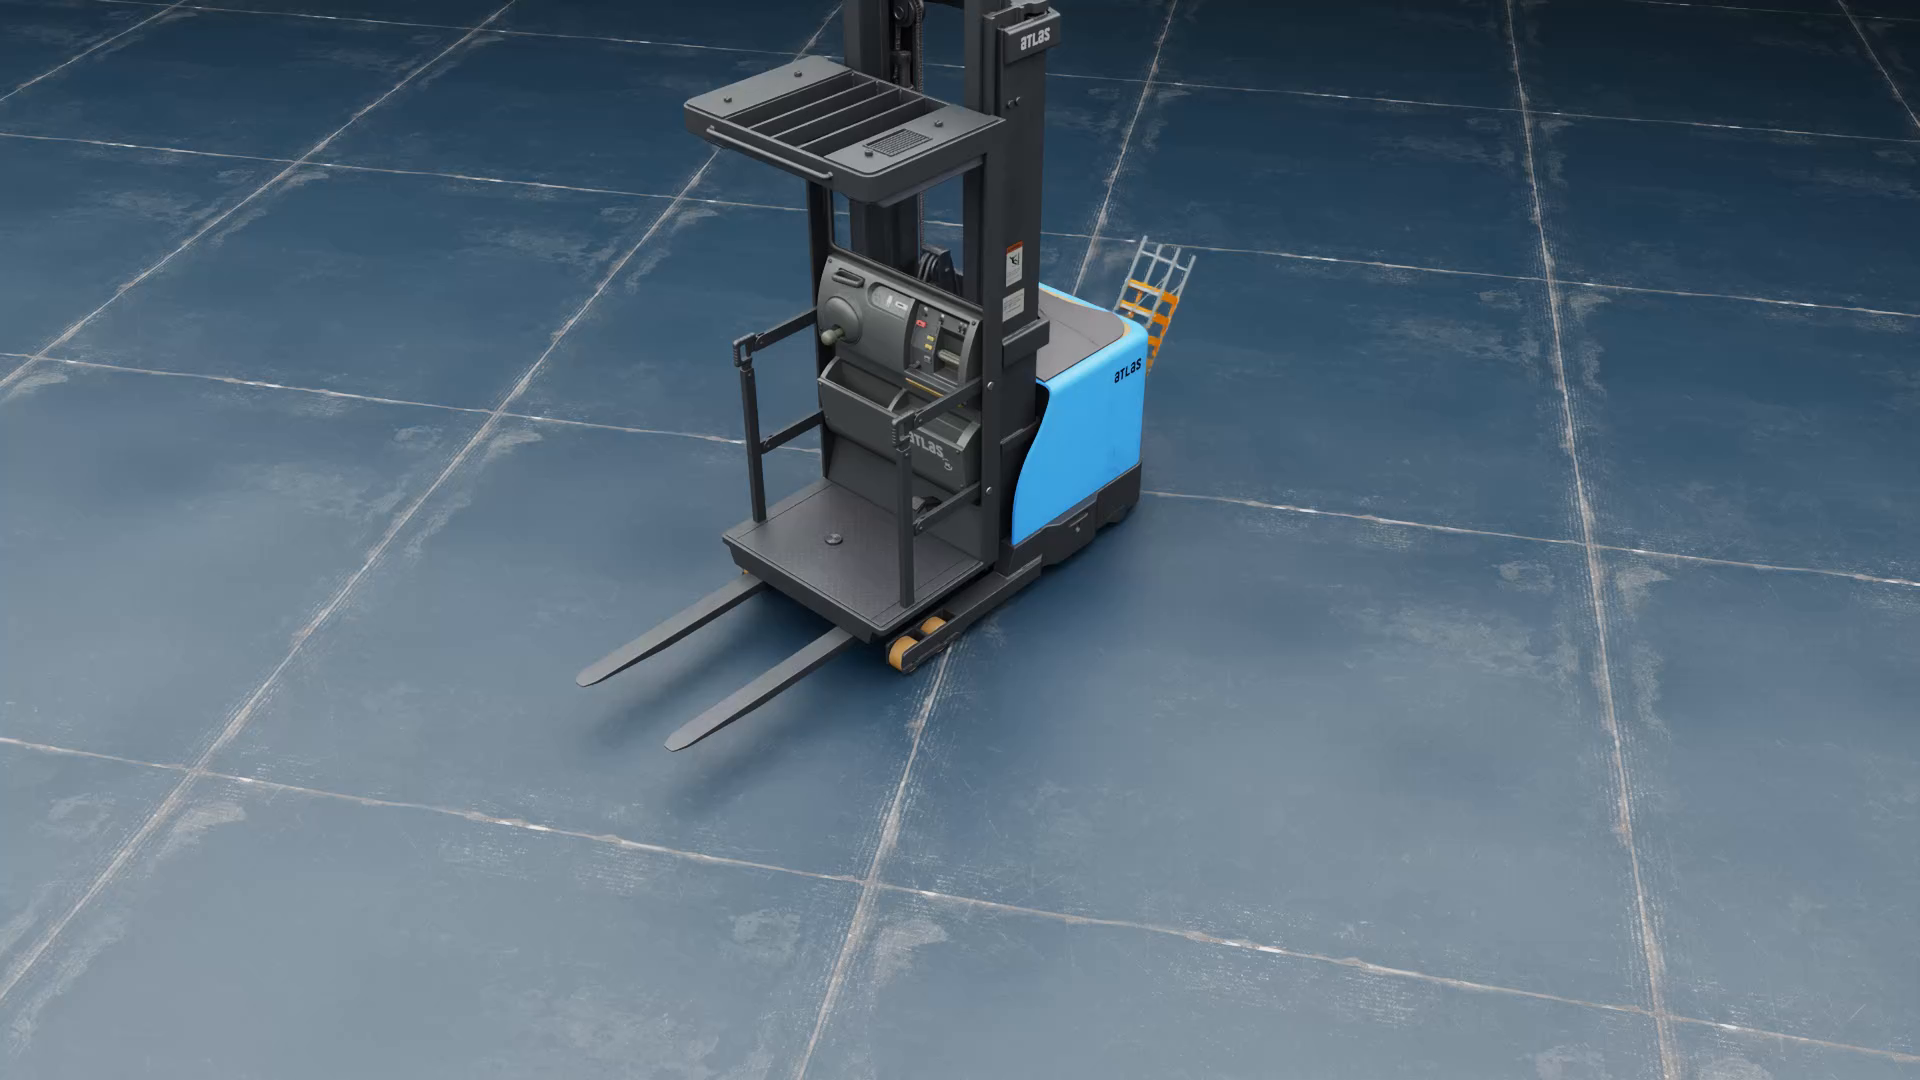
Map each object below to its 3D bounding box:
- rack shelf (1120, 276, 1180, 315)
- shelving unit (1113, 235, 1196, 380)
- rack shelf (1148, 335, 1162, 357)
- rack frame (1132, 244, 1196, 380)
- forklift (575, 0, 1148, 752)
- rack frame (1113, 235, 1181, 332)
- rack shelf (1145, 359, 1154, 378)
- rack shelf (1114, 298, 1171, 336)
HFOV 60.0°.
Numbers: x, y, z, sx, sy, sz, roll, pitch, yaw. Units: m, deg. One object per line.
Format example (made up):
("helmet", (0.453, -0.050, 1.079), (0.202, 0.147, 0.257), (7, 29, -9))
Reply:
("rack shelf", (1.022, -1.313, 8.945), (0.258, 0.103, 0.180), (27, 10, 32))
("shelving unit", (0.906, -1.024, 8.992), (0.258, 1.200, 0.189), (27, 10, 32))
("rack shelf", (0.934, -1.093, 8.981), (0.258, 0.103, 0.180), (27, 10, 32))
("rack frame", (0.956, -1.016, 9.068), (0.240, 1.200, 0.006), (27, 10, 32))
("forklift", (-0.425, -0.913, 7.283), (1.130, 2.935, 3.031), (28, 44, 33))
("rack frame", (0.855, -1.032, 8.916), (0.240, 1.200, 0.006), (27, 10, 32))
("rack shelf", (0.889, -0.983, 8.999), (0.258, 0.103, 0.180), (27, 10, 32))
("rack shelf", (0.978, -1.203, 8.963), (0.258, 0.103, 0.180), (27, 10, 32))
